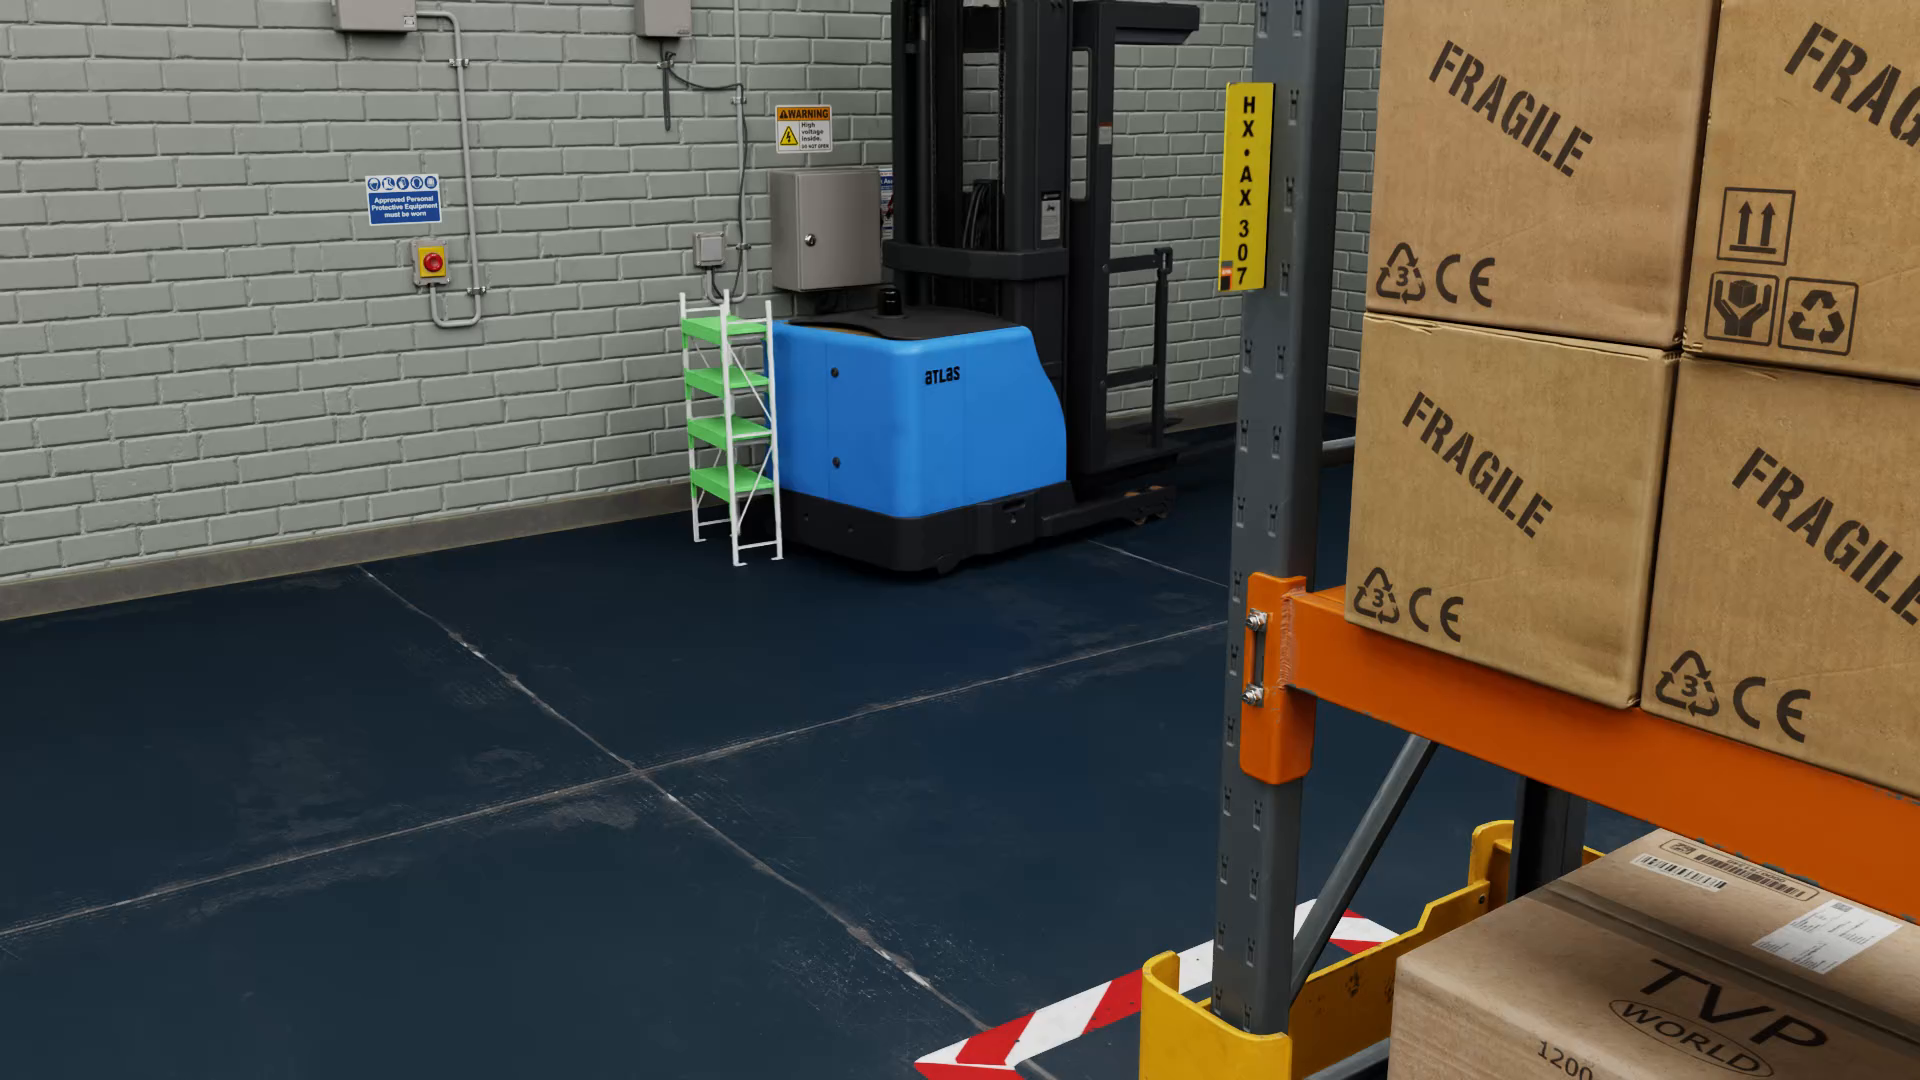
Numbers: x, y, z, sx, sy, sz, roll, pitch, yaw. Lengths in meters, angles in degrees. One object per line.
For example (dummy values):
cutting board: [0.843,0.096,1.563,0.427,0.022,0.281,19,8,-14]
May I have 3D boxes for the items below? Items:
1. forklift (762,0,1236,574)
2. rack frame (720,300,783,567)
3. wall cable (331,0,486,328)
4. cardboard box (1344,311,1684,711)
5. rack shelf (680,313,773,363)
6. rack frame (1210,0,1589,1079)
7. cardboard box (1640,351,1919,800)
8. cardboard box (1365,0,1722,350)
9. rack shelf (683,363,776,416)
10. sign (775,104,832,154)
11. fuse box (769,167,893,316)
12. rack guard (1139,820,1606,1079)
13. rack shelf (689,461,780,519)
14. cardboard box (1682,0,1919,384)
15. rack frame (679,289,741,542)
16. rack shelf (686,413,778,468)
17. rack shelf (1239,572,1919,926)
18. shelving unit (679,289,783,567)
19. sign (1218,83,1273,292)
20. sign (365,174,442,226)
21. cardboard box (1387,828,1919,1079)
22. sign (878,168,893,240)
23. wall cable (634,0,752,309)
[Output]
forklift: [0.460,-1.575,8.280,1.130,2.935,3.031,15,21,42]
rack frame: [-0.942,-0.474,7.528,0.240,1.200,0.015,-10,18,-29]
wall cable: [-2.424,-1.900,7.351,0.585,1.953,0.123,-11,19,-35]
cardboard box: [0.961,-0.095,2.553,0.500,0.500,0.500,-11,19,-35]
rack shelf: [-1.071,-0.930,7.618,0.258,0.148,0.480,-10,18,-29]
rack frame: [0.911,-0.194,3.103,1.000,3.000,0.127,-11,19,-35]
cardboard box: [1.281,0.008,2.174,0.500,0.500,0.500,-11,19,-35]
cardboard box: [0.963,-0.578,2.422,0.500,0.500,0.500,-11,19,-36]
rack shelf: [-1.067,-0.700,7.684,0.258,0.148,0.480,-10,18,-29]
sign: [-0.805,-2.123,8.588,0.339,0.242,0.001,-11,19,-35]
fuse box: [-0.639,-1.068,8.737,0.539,1.711,0.414,-11,19,-35]
rack guard: [0.897,1.006,3.452,1.175,0.500,0.348,-11,19,-35]
rack shelf: [-1.061,-0.238,7.814,0.258,0.148,0.480,-10,18,-29]
cardboard box: [1.272,-0.469,2.023,0.500,0.500,0.500,-11,19,-36]
rack frame: [-1.188,-0.586,7.935,0.240,1.200,0.015,-10,18,-29]
rack shelf: [-1.064,-0.469,7.749,0.258,0.148,0.480,-10,18,-29]
rack shelf: [2.087,0.580,1.638,1.077,0.370,4.000,-11,19,-35]
shelving unit: [-1.065,-0.530,7.731,0.258,1.200,0.503,-10,18,-29]
sign: [0.458,-0.565,2.669,0.100,0.325,0.005,-11,19,-35]
sign: [-2.499,-1.531,7.474,0.327,0.218,0.001,-11,19,-35]
cardboard box: [1.380,0.964,2.928,0.875,0.438,0.875,-12,19,-36]
sign: [-0.361,-1.765,9.021,0.329,0.494,0.001,-11,19,-35]
wall cable: [-1.283,-2.107,8.169,0.588,1.984,0.122,-11,19,-35]
